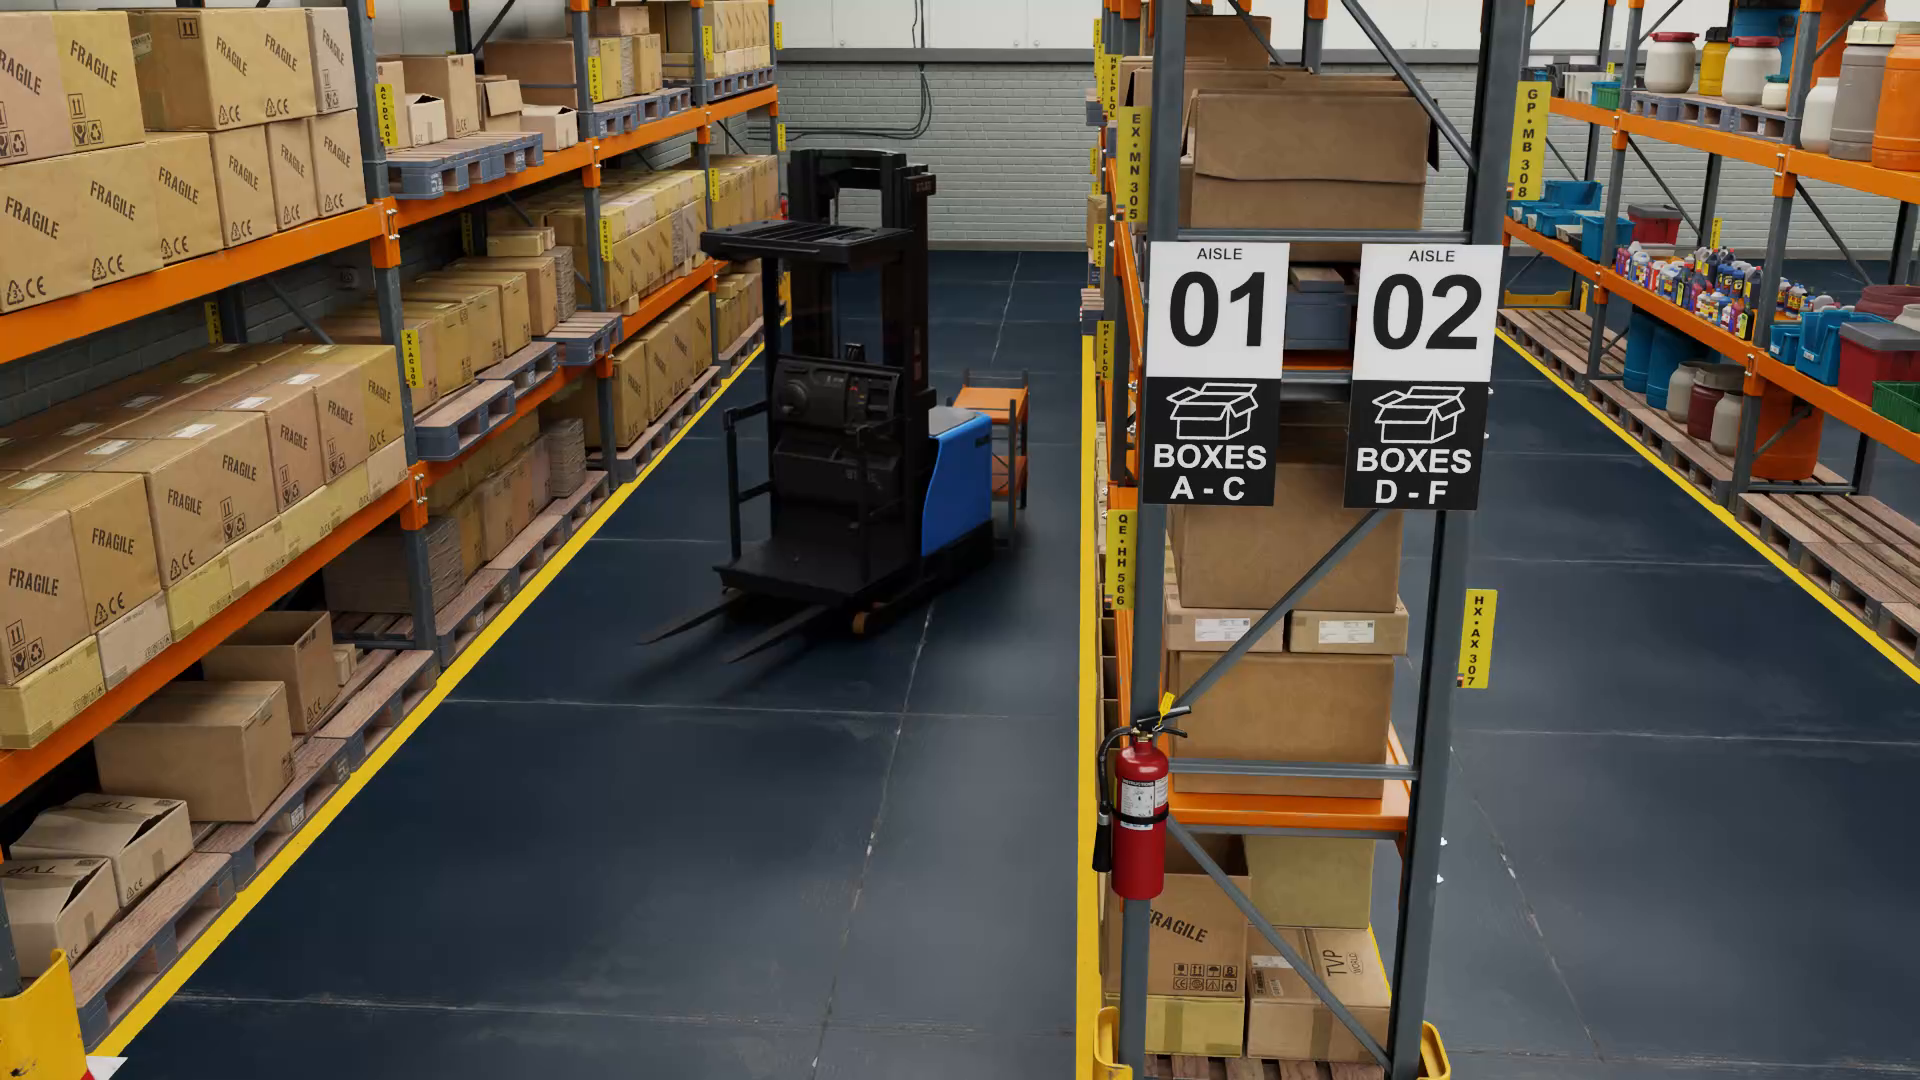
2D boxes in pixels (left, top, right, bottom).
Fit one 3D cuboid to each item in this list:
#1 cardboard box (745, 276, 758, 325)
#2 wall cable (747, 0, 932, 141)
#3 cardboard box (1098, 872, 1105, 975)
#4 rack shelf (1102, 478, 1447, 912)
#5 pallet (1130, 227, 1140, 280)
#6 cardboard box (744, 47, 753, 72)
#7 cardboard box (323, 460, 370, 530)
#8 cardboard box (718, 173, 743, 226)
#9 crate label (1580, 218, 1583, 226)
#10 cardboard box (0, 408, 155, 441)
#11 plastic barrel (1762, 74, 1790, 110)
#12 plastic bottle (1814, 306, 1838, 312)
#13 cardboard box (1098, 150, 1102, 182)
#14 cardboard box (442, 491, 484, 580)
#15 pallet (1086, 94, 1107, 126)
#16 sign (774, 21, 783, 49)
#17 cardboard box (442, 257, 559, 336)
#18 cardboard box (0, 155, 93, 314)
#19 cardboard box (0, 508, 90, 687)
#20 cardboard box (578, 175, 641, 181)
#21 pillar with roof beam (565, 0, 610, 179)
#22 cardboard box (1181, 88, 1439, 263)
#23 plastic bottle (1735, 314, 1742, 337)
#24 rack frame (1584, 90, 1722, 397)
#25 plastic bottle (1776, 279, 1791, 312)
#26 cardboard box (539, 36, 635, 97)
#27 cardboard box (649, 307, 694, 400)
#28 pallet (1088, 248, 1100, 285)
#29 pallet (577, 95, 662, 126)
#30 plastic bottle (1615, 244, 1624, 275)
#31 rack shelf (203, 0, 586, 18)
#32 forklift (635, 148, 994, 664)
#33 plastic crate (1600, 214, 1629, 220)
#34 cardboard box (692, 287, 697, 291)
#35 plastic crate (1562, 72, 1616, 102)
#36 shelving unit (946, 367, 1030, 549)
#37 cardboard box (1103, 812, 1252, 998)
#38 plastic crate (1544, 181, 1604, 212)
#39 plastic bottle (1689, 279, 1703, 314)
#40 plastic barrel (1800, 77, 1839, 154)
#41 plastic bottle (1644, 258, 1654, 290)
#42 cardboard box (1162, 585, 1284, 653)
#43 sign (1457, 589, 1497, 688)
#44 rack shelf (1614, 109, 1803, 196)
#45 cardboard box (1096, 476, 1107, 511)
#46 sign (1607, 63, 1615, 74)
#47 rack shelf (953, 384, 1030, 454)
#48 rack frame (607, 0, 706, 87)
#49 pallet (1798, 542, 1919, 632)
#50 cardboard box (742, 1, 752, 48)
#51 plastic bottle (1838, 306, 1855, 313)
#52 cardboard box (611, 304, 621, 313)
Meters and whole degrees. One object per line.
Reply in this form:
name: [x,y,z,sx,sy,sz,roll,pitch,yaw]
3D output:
cardboard box: [-2.772,-2.817,19.543,0.700,0.500,0.500,1,18,2]
wall cable: [-1.988,-7.461,25.727,3.097,2.526,0.112,1,18,4]
cardboard box: [0.812,1.520,6.707,0.500,0.250,0.500,1,18,4]
rack shelf: [1.188,0.463,7.349,1.077,0.370,4.000,1,18,4]
pallet: [1.205,-1.240,6.716,1.003,0.211,1.213,1,18,4]
cardboard box: [-2.606,-5.381,18.617,0.500,0.250,0.500,1,18,2]
cardboard box: [-3.386,-0.240,8.545,0.500,0.250,0.500,1,18,4]
cardboard box: [-2.924,-3.632,18.207,0.980,0.700,0.700,1,18,3]
crate label: [7.223,-3.585,18.873,0.396,0.136,0.243,1,18,4]
cardboard box: [-3.961,-0.286,7.484,0.500,0.500,0.500,2,18,5]
plastic barrel: [6.489,-3.526,13.098,0.301,0.262,0.301,0,18,0]
plastic bottle: [6.760,-1.702,13.001,0.152,0.276,0.135,1,18,4]
cardboard box: [1.716,-3.830,17.527,0.500,0.500,0.500,1,18,3]
cardboard box: [-3.587,-0.021,10.979,0.700,0.500,0.500,1,18,3]
pallet: [1.716,-3.798,14.681,1.213,0.211,1.003,1,18,4]
sign: [-2.210,-6.129,20.198,0.100,0.325,0.005,1,18,4]
cardboard box: [-3.360,-1.788,12.196,0.700,0.500,0.500,0,18,-1]
cardboard box: [-3.550,-1.114,5.996,0.500,0.500,0.500,2,18,8]
cardboard box: [-3.563,0.196,6.011,0.500,0.500,0.500,1,18,4]
cardboard box: [-3.361,-3.349,15.953,0.500,0.250,0.500,1,18,5]
pillar with roof beam: [0.445,-6.086,16.544,9.100,9.000,0.400,1,18,4]
cardboard box: [1.090,-1.177,5.315,0.797,0.503,0.637,3,18,8]
plastic bottle: [6.188,-1.707,13.134,0.097,0.201,0.097,0,18,0]
rack frame: [6.845,-2.873,16.374,1.000,3.000,0.127,1,18,4]
plastic bottle: [7.030,-2.091,14.194,0.097,0.271,0.097,0,18,0]
cardboard box: [-3.285,-4.177,14.669,0.700,0.500,0.500,1,18,4]
cardboard box: [-3.015,-1.791,15.851,0.750,0.750,0.750,2,18,6]
pallet: [1.738,-2.648,15.995,1.003,0.211,1.213,1,18,4]
pallet: [-3.253,-3.736,14.494,1.003,0.211,1.213,2,18,6]
plastic bottle: [6.393,-2.713,16.074,0.061,0.283,0.133,1,18,4]
rack shelf: [-3.467,-3.550,10.602,1.077,0.370,4.000,1,18,4]
forklift: [-0.908,-0.937,10.574,1.130,2.935,3.031,10,20,27]
plastic crate: [7.138,-3.316,17.818,0.437,0.282,0.530,1,18,4]
cardboard box: [-3.035,-2.849,18.599,0.380,0.149,0.250,1,18,2]
plastic crate: [6.665,-4.803,17.637,0.437,0.282,0.530,1,18,4]
shelving unit: [0.213,-0.638,12.564,0.538,1.125,1.048,2,18,7]
cardboard box: [0.786,1.320,6.116,0.500,0.500,0.500,1,18,4]
plastic crate: [7.294,-4.053,19.821,0.616,0.435,0.499,1,18,4]
plastic bottle: [6.243,-2.066,14.097,0.061,0.283,0.133,1,18,4]
plastic barrel: [6.230,-3.020,11.825,0.421,0.512,0.421,0,18,0]
plastic bottle: [6.329,-2.438,15.232,0.061,0.283,0.133,1,18,4]
cardboard box: [0.881,0.263,5.600,0.380,0.149,0.250,1,18,3]
sign: [1.597,0.307,5.151,0.100,0.325,0.005,1,18,4]
rack shelf: [6.701,-3.336,14.124,1.077,0.370,4.000,1,18,4]
cardboard box: [1.183,-0.265,11.254,0.500,0.311,0.500,1,18,3]
sign: [7.681,-5.484,19.693,0.100,0.325,0.005,1,18,4]
rack shelf: [0.213,-0.916,12.473,0.538,0.278,1.000,2,18,7]
rack frame: [-3.037,-5.945,16.115,1.000,3.000,0.127,1,18,4]
pallet: [6.374,0.312,11.132,1.003,0.211,1.213,1,18,4]
cardboard box: [-2.606,-5.743,18.518,0.500,0.500,0.500,0,18,1]
plastic bottle: [6.911,-1.699,12.990,0.152,0.276,0.135,1,18,4]
cardboard box: [-3.042,-1.917,13.828,0.380,0.149,0.250,2,18,5]
